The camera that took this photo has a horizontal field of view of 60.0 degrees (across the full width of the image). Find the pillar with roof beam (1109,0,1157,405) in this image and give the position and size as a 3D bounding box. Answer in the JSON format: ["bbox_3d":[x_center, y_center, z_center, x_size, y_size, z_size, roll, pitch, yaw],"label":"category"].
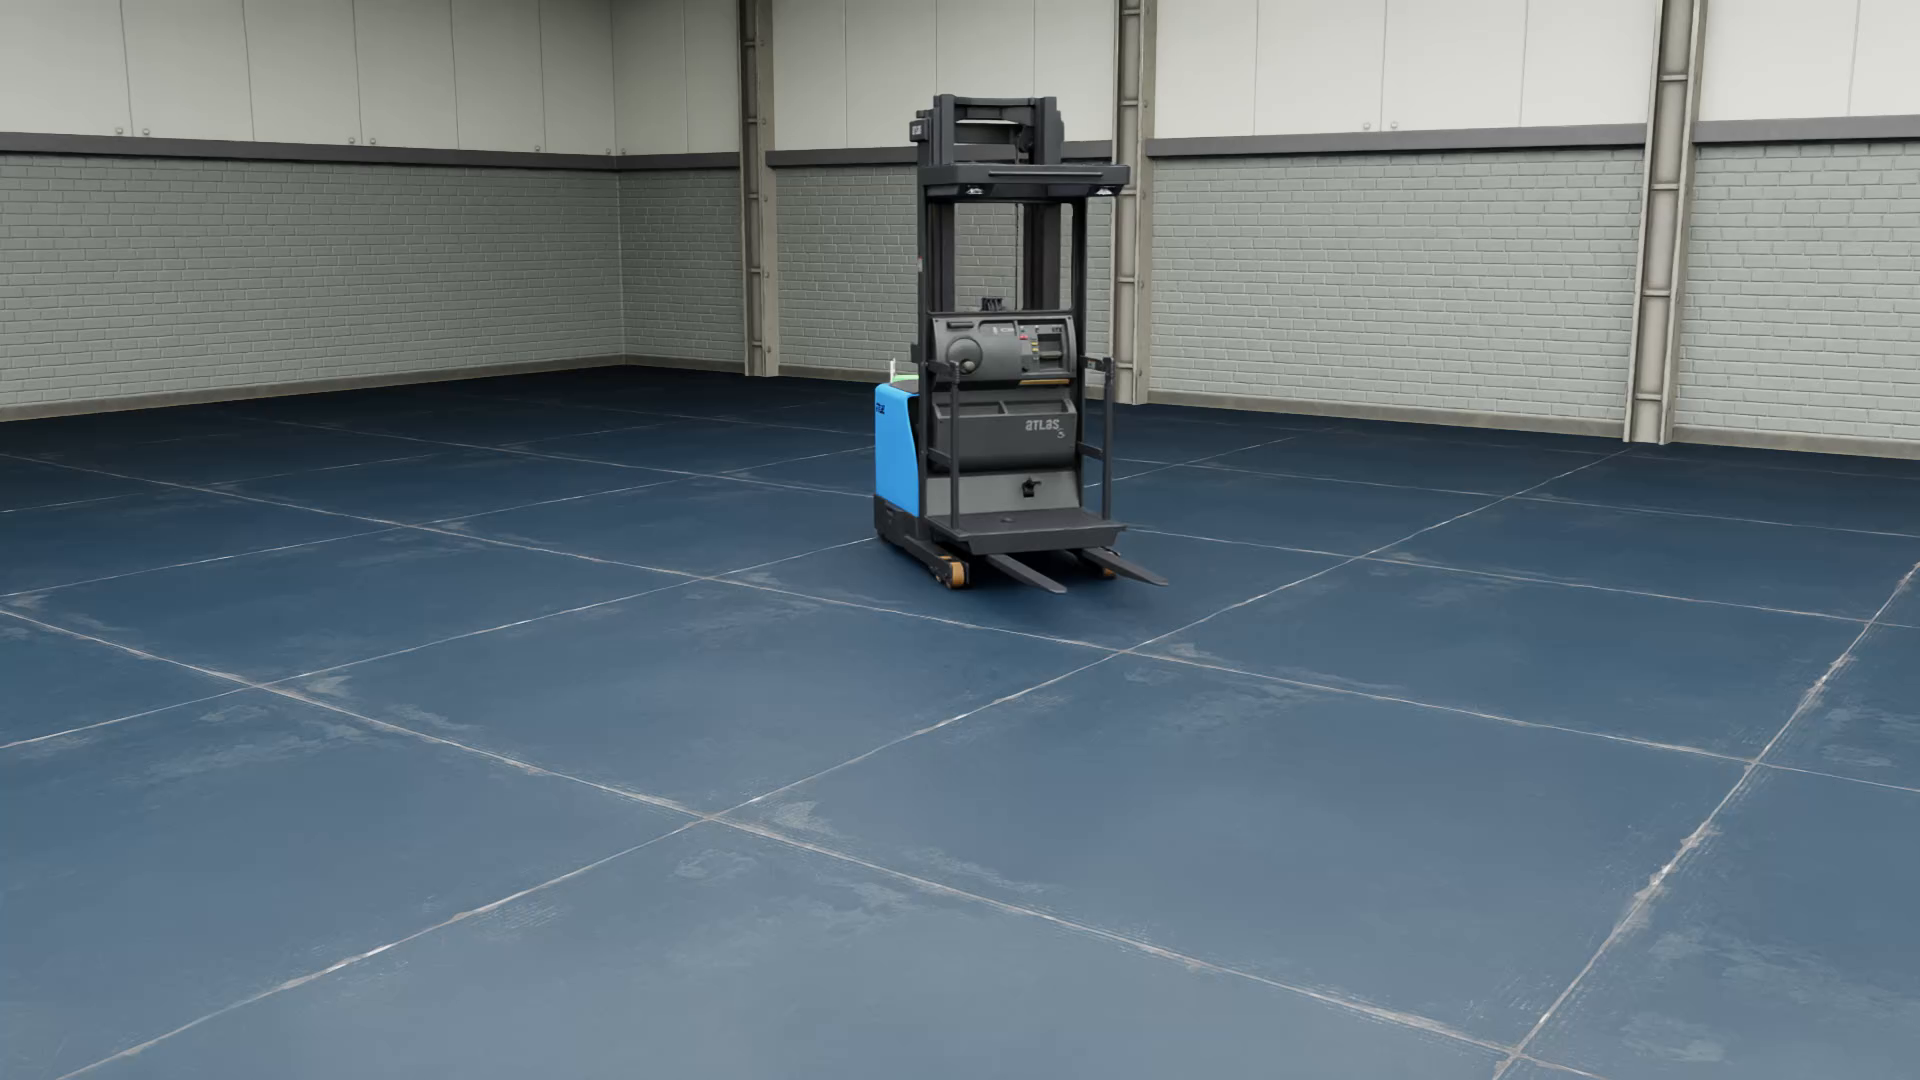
[{"bbox_3d":[-0.515,-5.418,15.841,0.400,9.000,9.100,8,13,36],"label":"pillar with roof beam"}]

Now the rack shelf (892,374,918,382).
[{"bbox_3d":[-0.234,-1.102,11.875,0.480,0.148,0.258,0,11,2],"label":"rack shelf"}]

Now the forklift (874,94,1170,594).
[{"bbox_3d":[0.351,-1.232,10.179,1.130,2.935,3.031,-4,12,-18],"label":"forklift"}]

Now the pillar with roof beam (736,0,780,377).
[{"bbox_3d":[-5.351,-6.092,19.328,0.400,9.000,9.100,8,13,36],"label":"pillar with roof beam"}]

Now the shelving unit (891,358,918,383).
[{"bbox_3d":[-0.234,-0.693,11.954,0.503,1.200,0.258,0,11,2],"label":"shelving unit"}]

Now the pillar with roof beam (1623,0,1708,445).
[{"bbox_3d":[4.321,-4.743,12.354,0.400,9.000,9.100,8,13,36],"label":"pillar with roof beam"}]

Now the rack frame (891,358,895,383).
[{"bbox_3d":[-0.478,-0.694,11.961,0.015,1.200,0.240,0,11,2],"label":"rack frame"}]
